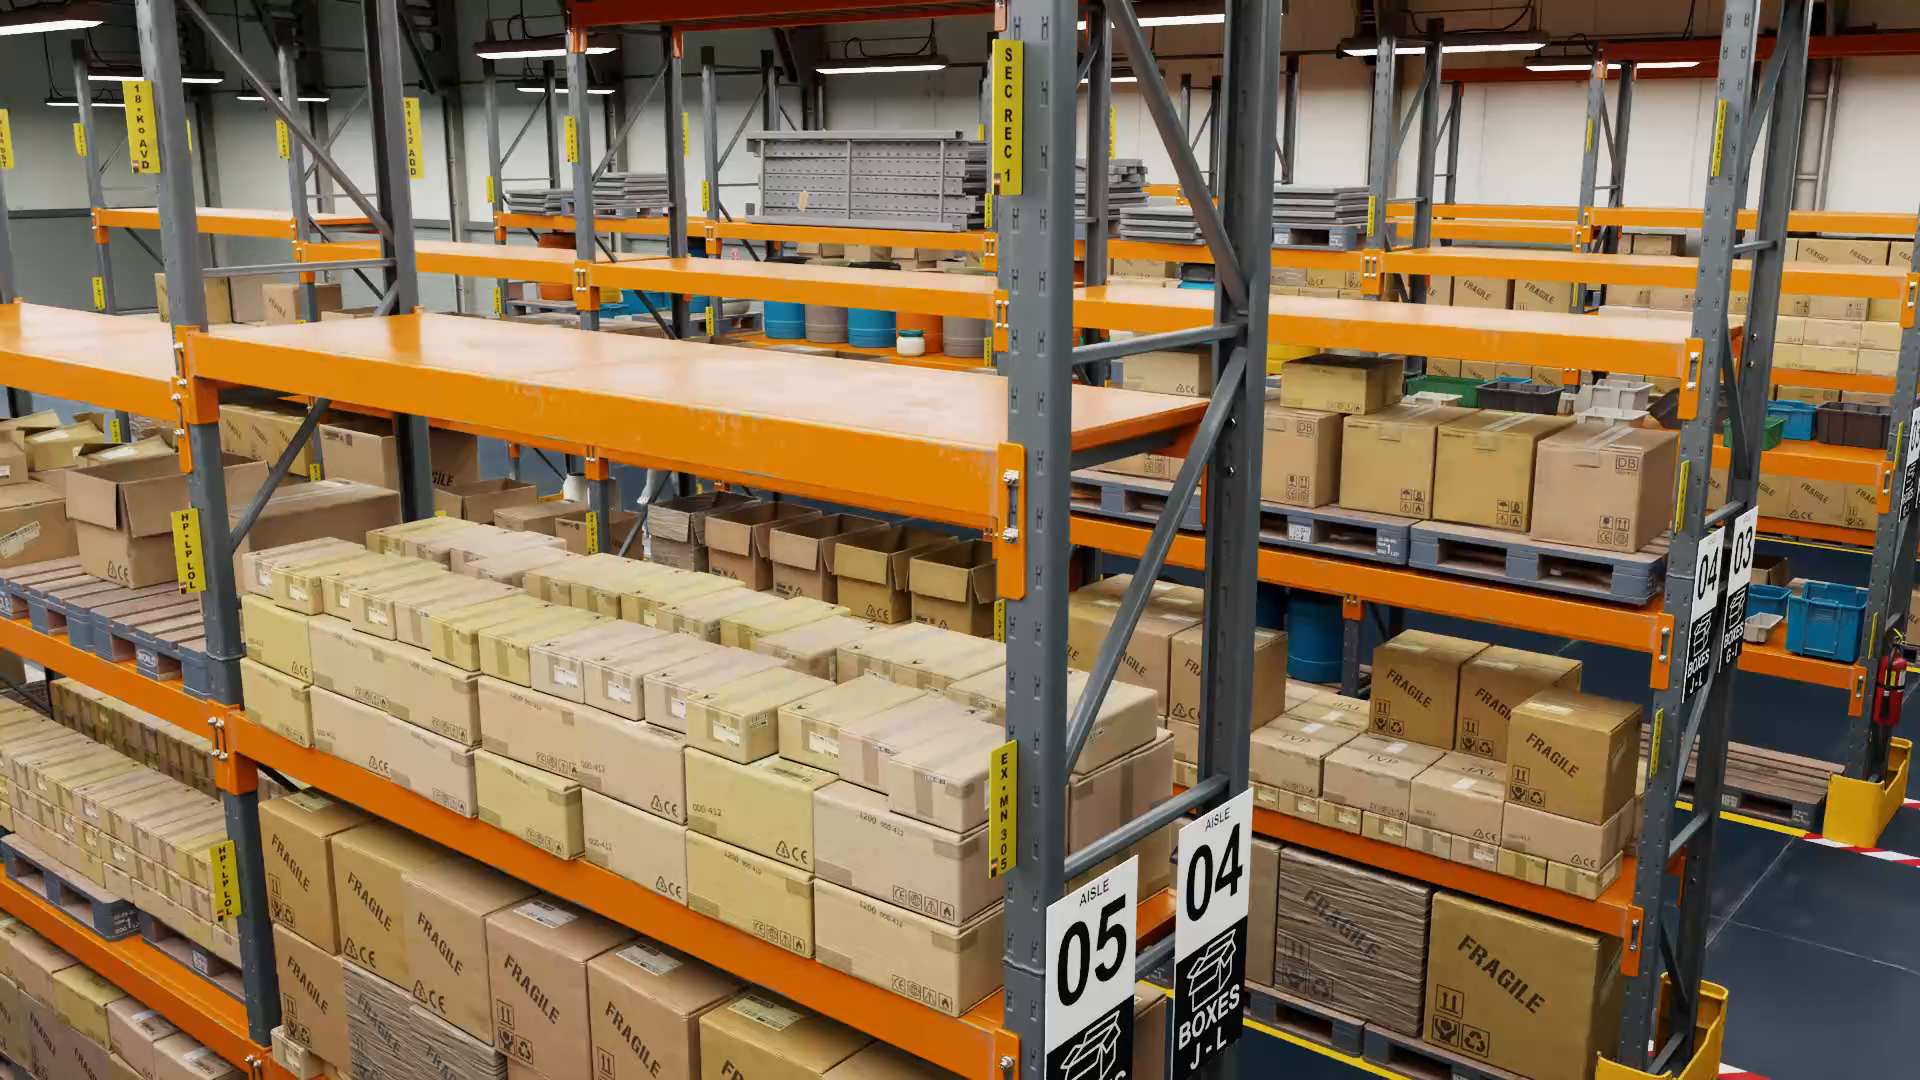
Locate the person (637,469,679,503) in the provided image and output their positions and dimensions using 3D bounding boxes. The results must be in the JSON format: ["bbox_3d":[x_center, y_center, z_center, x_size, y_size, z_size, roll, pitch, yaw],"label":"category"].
[{"bbox_3d":[-4.180,-1.272,23.225,0.816,1.581,0.432,11,17,39],"label":"person"}]
